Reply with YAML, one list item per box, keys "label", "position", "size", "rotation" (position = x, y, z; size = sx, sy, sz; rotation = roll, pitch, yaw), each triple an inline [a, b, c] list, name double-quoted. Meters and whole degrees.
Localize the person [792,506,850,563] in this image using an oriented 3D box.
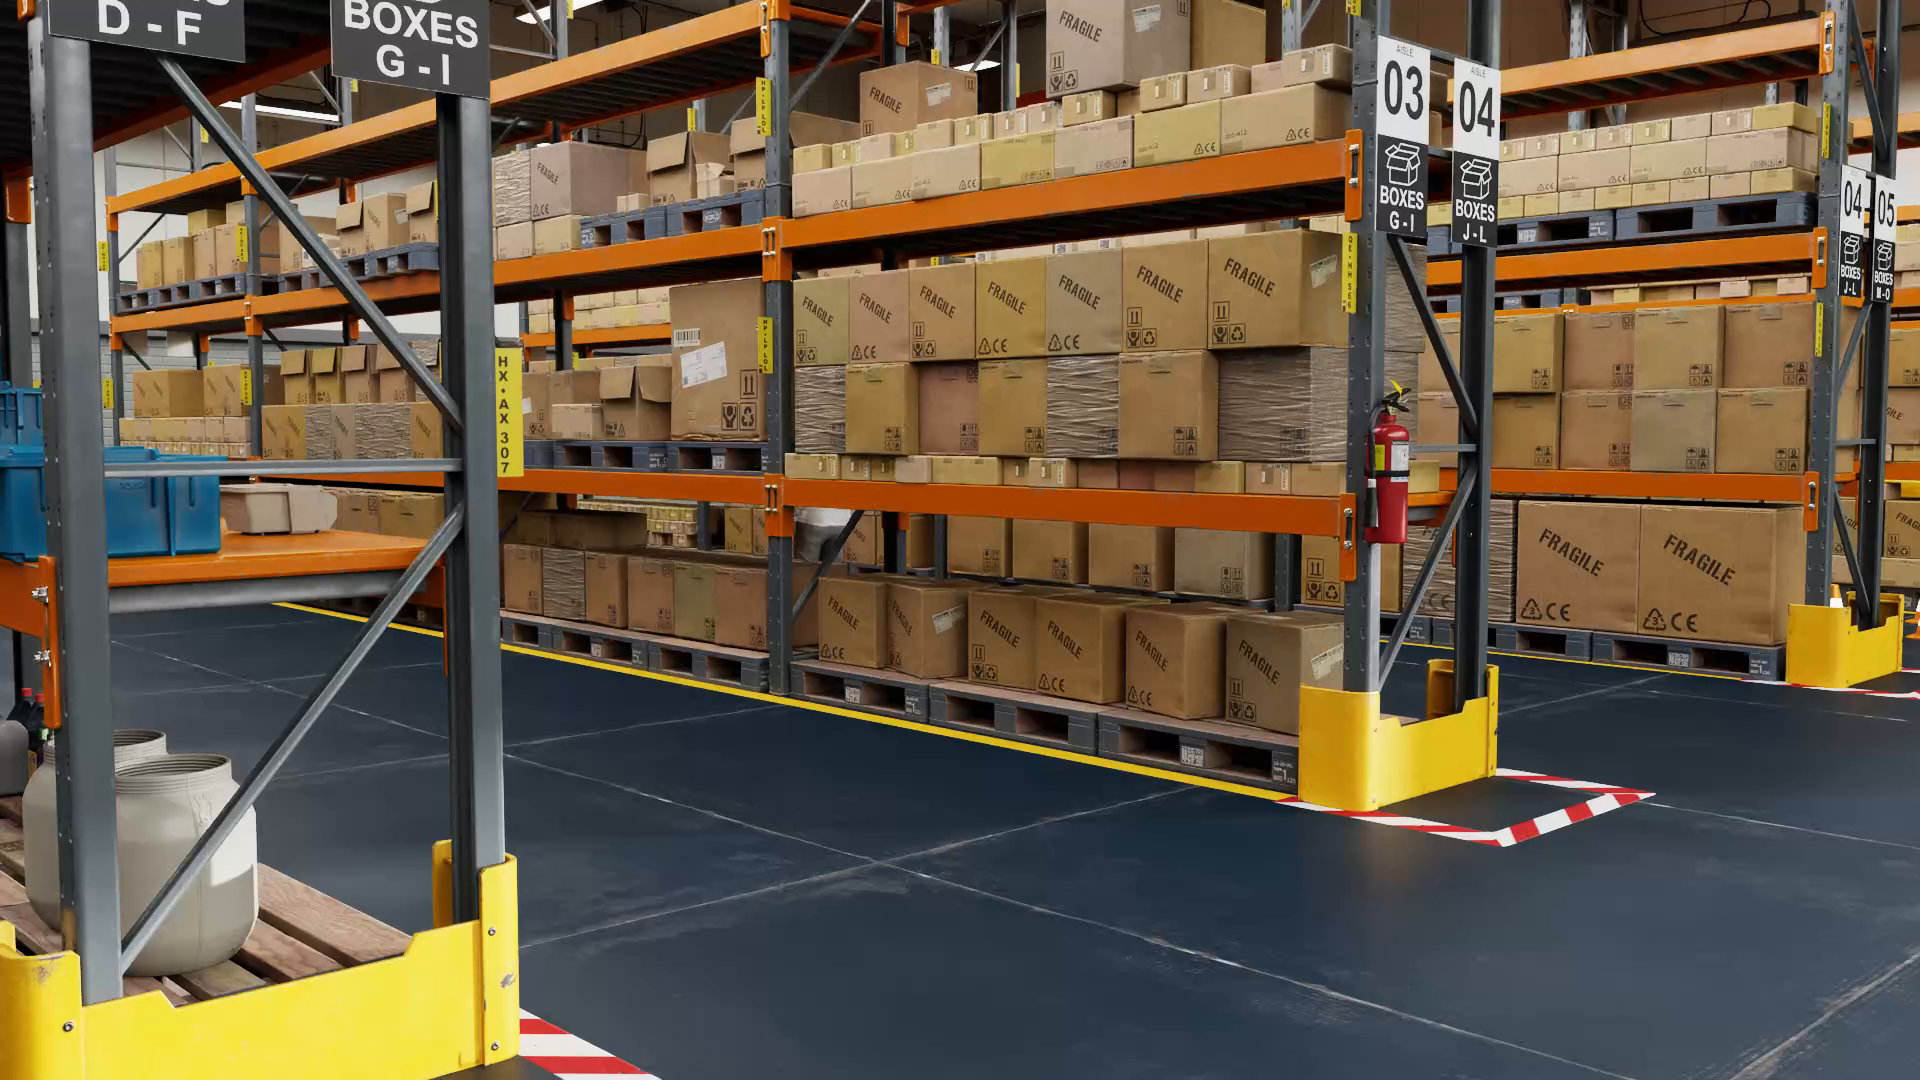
- label: "person"
  position: [-1.076, -0.135, 12.555]
  size: [0.457, 1.773, 0.593]
  rotation: [4, 5, 43]
